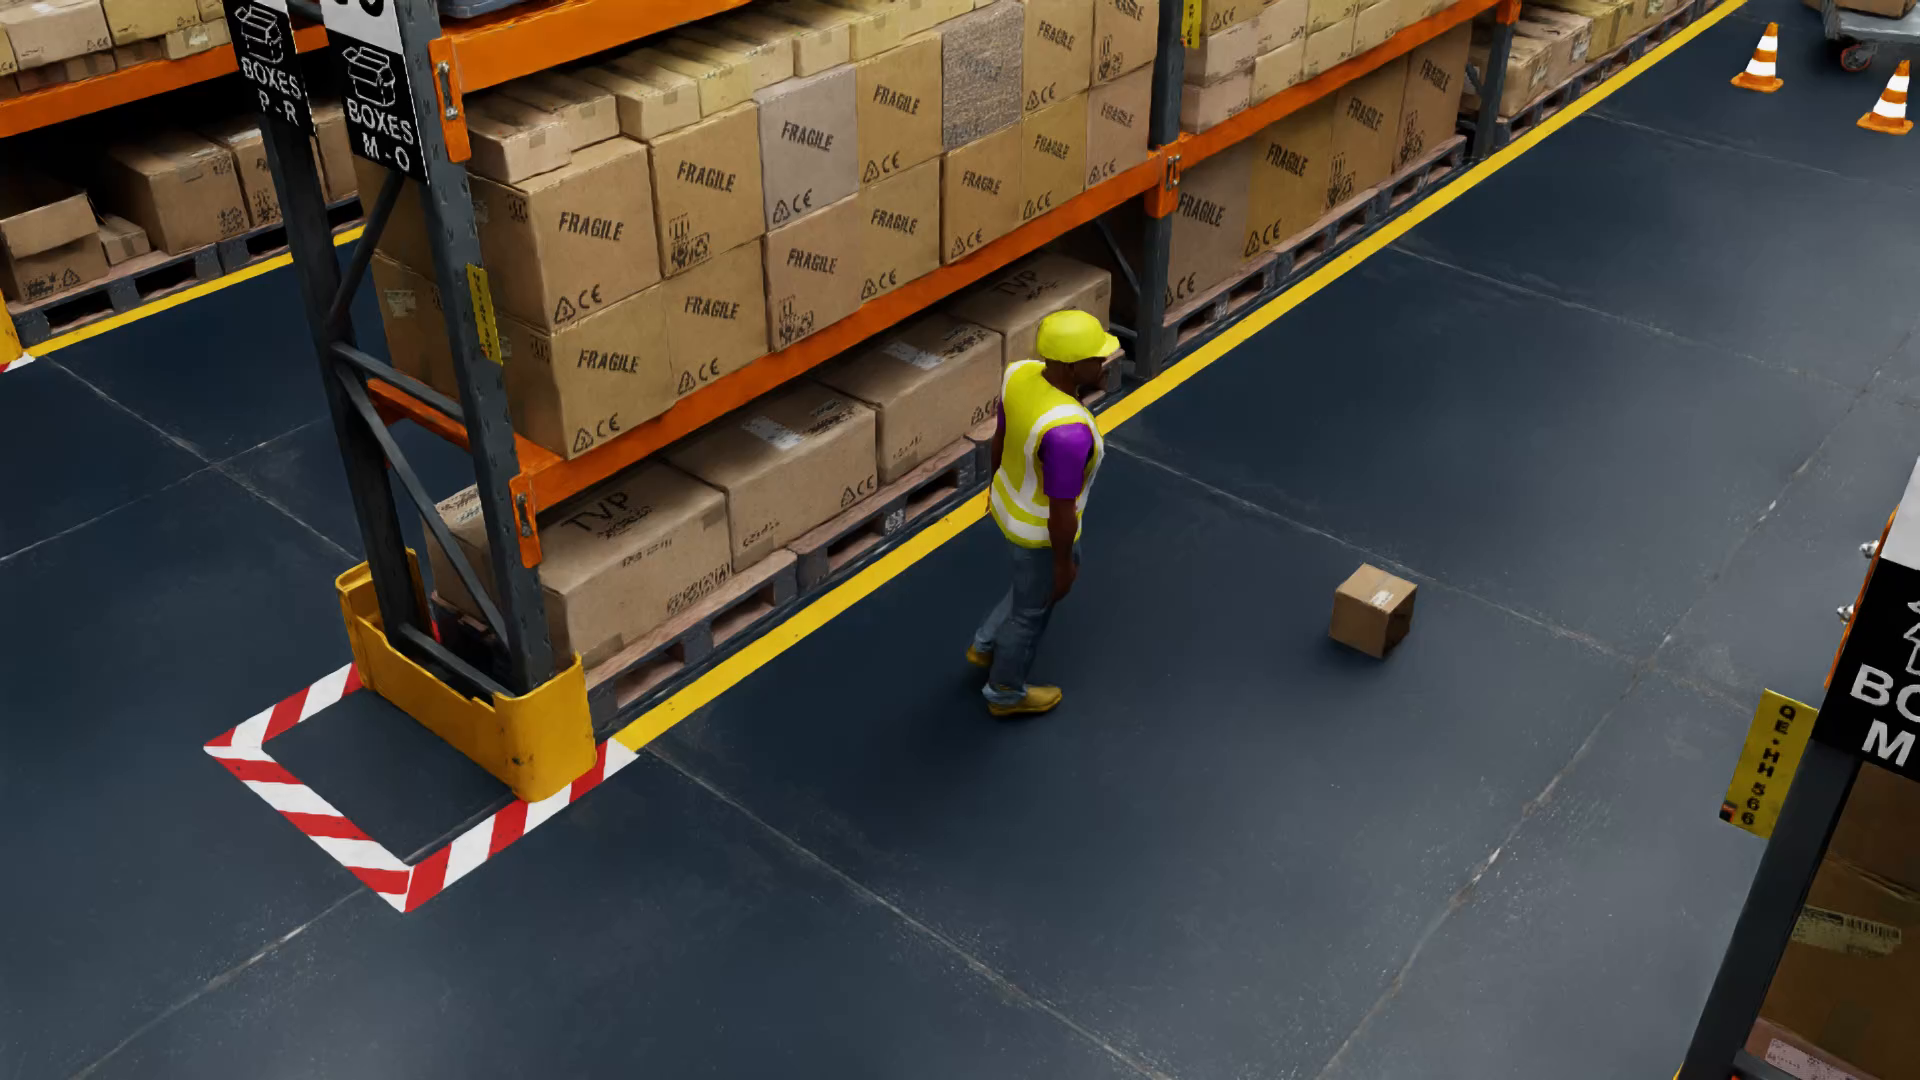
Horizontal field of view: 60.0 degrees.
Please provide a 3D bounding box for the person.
[{"bbox_3d":[0.294,-0.067,6.200,0.501,1.756,0.611,-9,36,-12],"label":"person"}]
